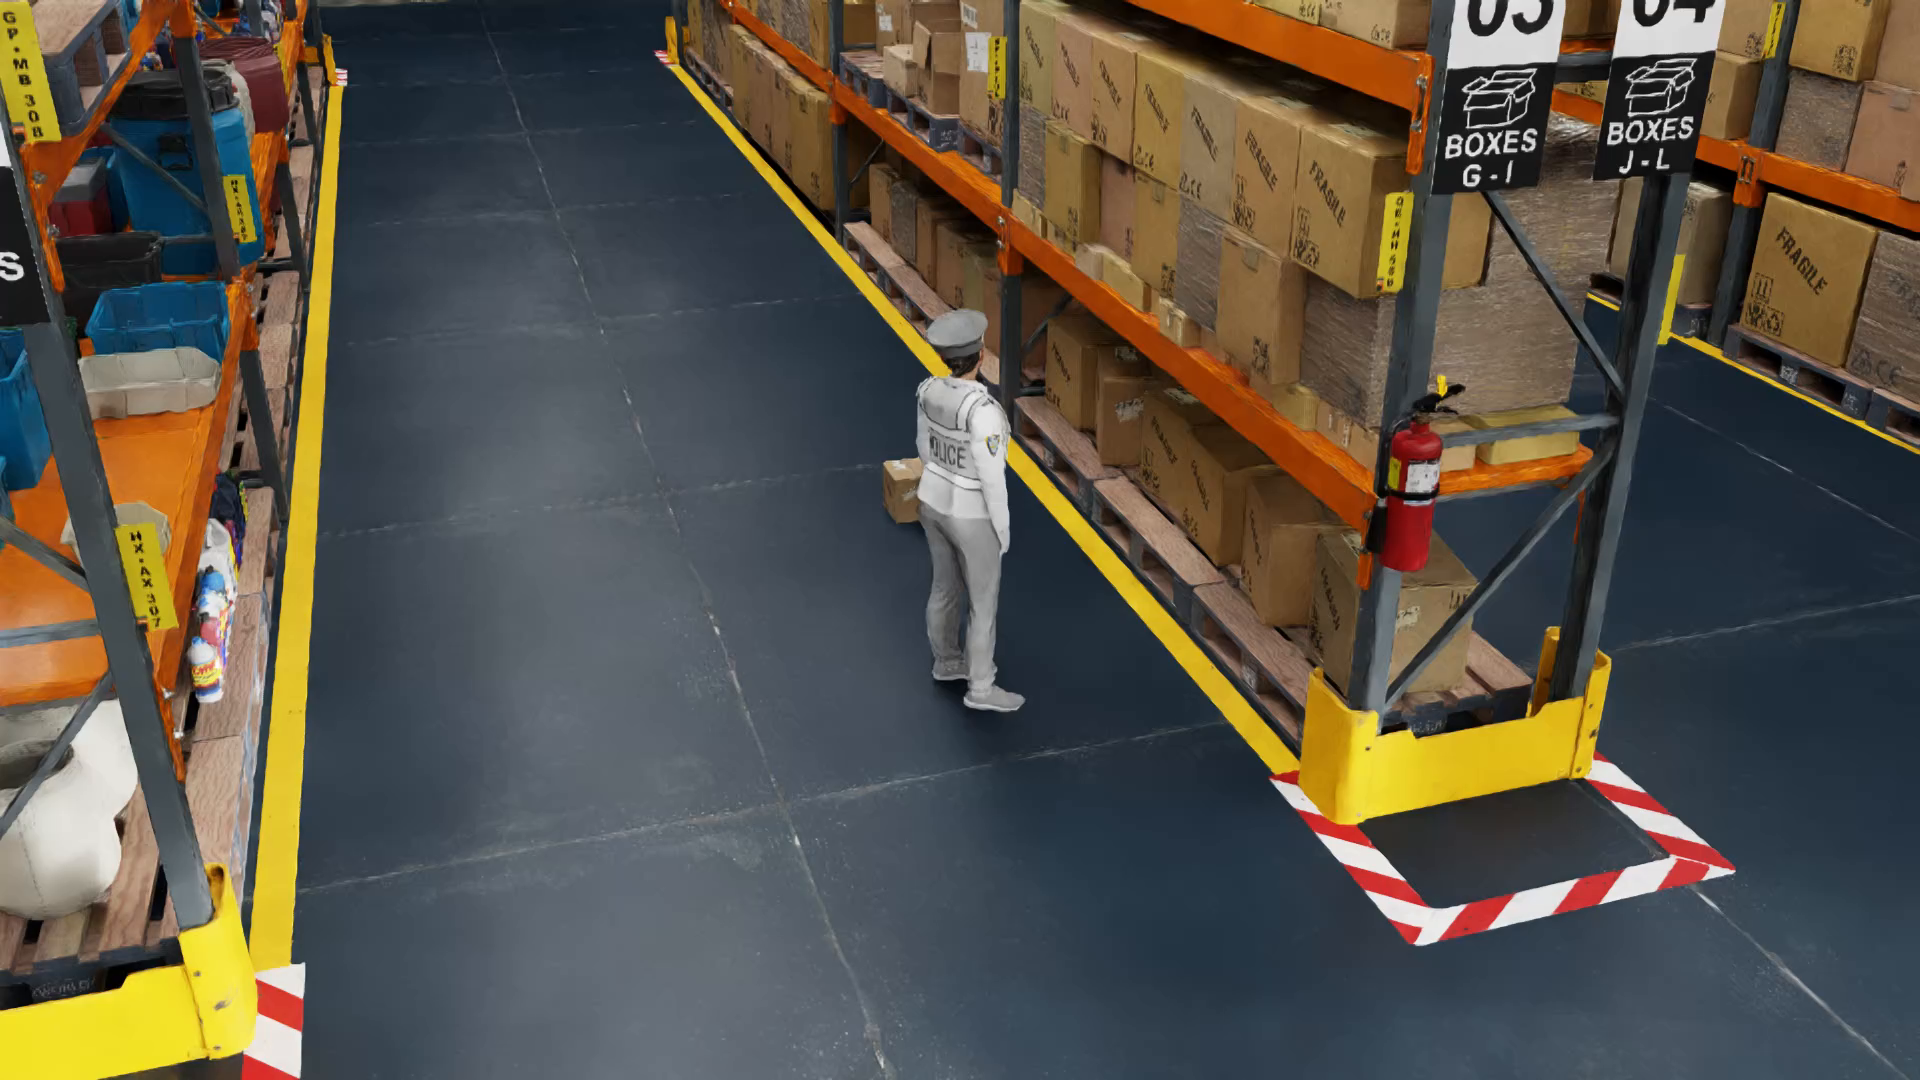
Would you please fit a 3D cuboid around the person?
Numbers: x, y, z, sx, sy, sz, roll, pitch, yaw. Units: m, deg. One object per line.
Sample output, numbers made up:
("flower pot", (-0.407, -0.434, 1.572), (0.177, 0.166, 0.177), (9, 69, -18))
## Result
("person", (0.030, -0.095, 6.795), (0.374, 1.719, 0.531), (-20, 32, -34))
